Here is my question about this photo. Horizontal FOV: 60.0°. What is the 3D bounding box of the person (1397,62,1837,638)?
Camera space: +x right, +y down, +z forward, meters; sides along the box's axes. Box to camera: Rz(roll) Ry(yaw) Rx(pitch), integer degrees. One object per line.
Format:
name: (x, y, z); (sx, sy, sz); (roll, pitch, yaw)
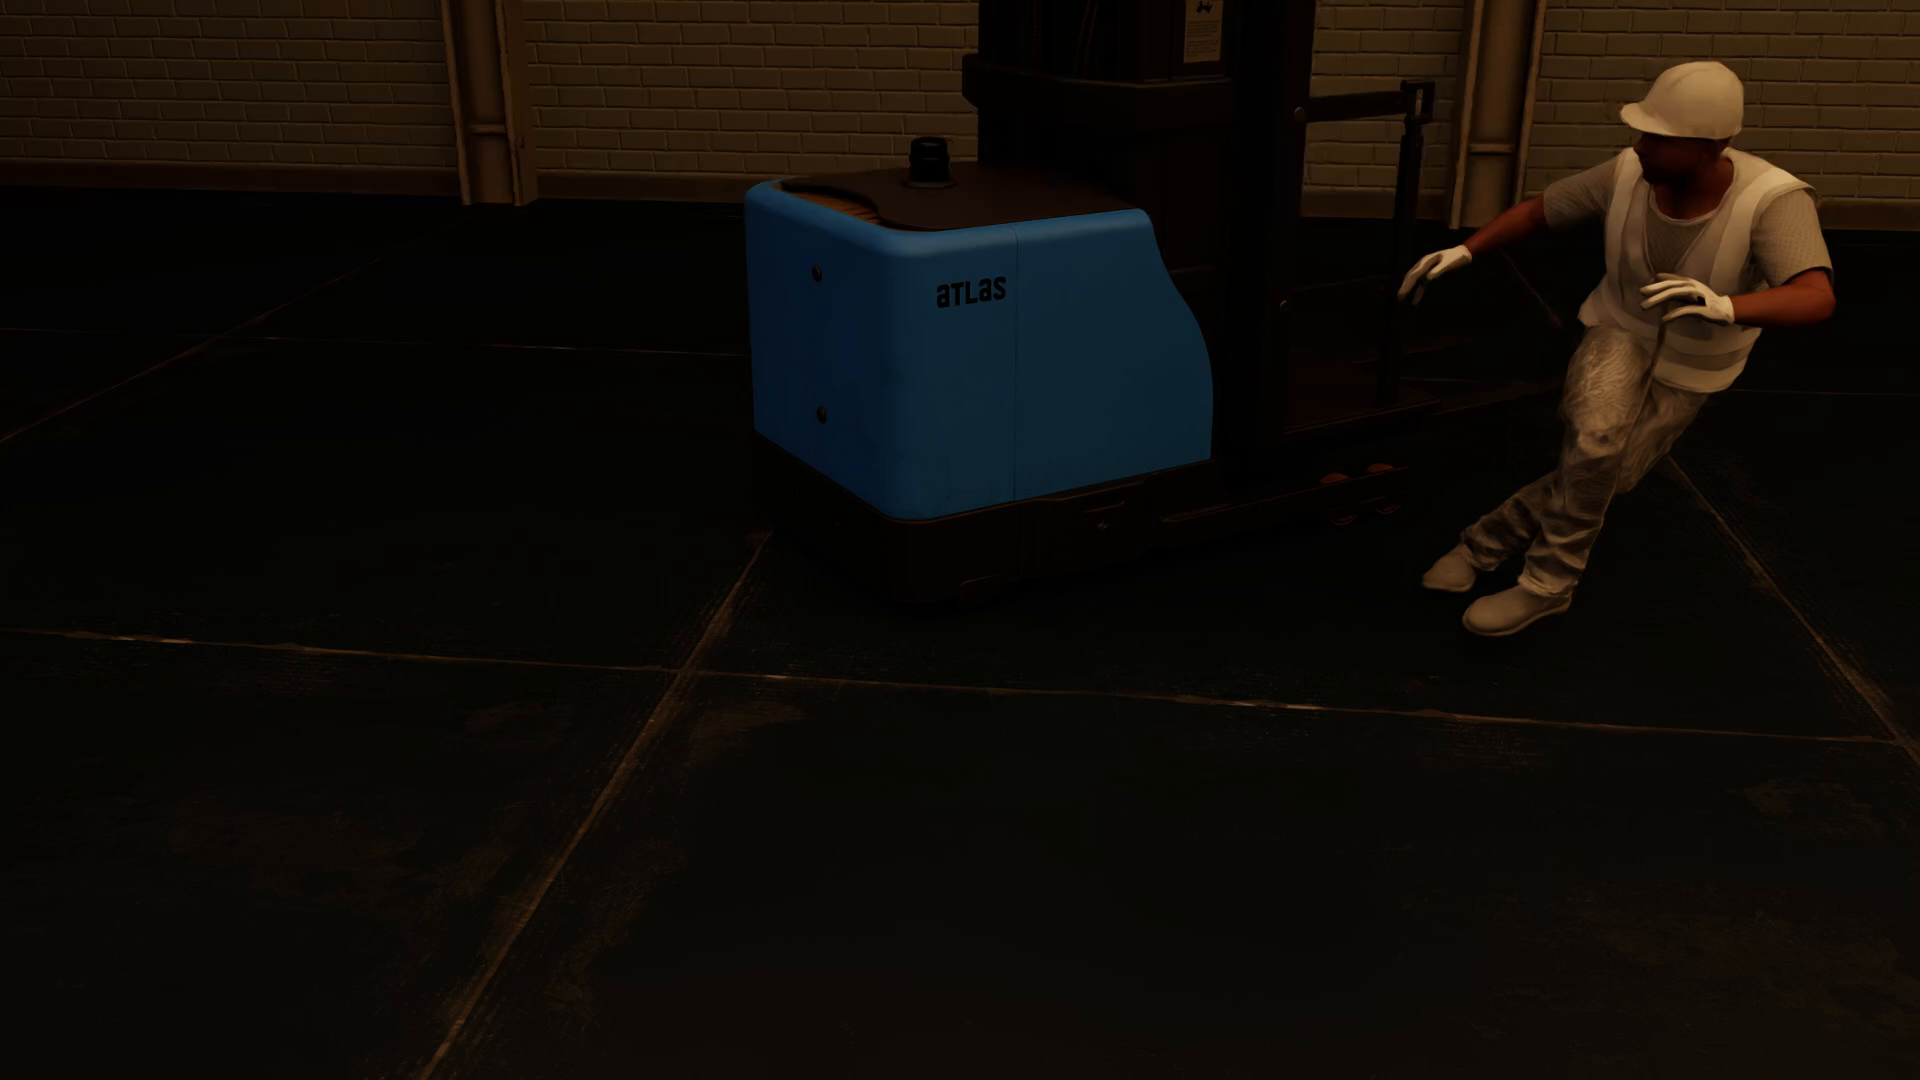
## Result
person: (1.599, -0.436, 4.204); (1.031, 1.524, 0.933); (11, 25, 26)

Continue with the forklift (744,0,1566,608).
forklift: (0.870, -1.561, 5.129); (3.031, 2.935, 1.130); (-13, 25, -28)
